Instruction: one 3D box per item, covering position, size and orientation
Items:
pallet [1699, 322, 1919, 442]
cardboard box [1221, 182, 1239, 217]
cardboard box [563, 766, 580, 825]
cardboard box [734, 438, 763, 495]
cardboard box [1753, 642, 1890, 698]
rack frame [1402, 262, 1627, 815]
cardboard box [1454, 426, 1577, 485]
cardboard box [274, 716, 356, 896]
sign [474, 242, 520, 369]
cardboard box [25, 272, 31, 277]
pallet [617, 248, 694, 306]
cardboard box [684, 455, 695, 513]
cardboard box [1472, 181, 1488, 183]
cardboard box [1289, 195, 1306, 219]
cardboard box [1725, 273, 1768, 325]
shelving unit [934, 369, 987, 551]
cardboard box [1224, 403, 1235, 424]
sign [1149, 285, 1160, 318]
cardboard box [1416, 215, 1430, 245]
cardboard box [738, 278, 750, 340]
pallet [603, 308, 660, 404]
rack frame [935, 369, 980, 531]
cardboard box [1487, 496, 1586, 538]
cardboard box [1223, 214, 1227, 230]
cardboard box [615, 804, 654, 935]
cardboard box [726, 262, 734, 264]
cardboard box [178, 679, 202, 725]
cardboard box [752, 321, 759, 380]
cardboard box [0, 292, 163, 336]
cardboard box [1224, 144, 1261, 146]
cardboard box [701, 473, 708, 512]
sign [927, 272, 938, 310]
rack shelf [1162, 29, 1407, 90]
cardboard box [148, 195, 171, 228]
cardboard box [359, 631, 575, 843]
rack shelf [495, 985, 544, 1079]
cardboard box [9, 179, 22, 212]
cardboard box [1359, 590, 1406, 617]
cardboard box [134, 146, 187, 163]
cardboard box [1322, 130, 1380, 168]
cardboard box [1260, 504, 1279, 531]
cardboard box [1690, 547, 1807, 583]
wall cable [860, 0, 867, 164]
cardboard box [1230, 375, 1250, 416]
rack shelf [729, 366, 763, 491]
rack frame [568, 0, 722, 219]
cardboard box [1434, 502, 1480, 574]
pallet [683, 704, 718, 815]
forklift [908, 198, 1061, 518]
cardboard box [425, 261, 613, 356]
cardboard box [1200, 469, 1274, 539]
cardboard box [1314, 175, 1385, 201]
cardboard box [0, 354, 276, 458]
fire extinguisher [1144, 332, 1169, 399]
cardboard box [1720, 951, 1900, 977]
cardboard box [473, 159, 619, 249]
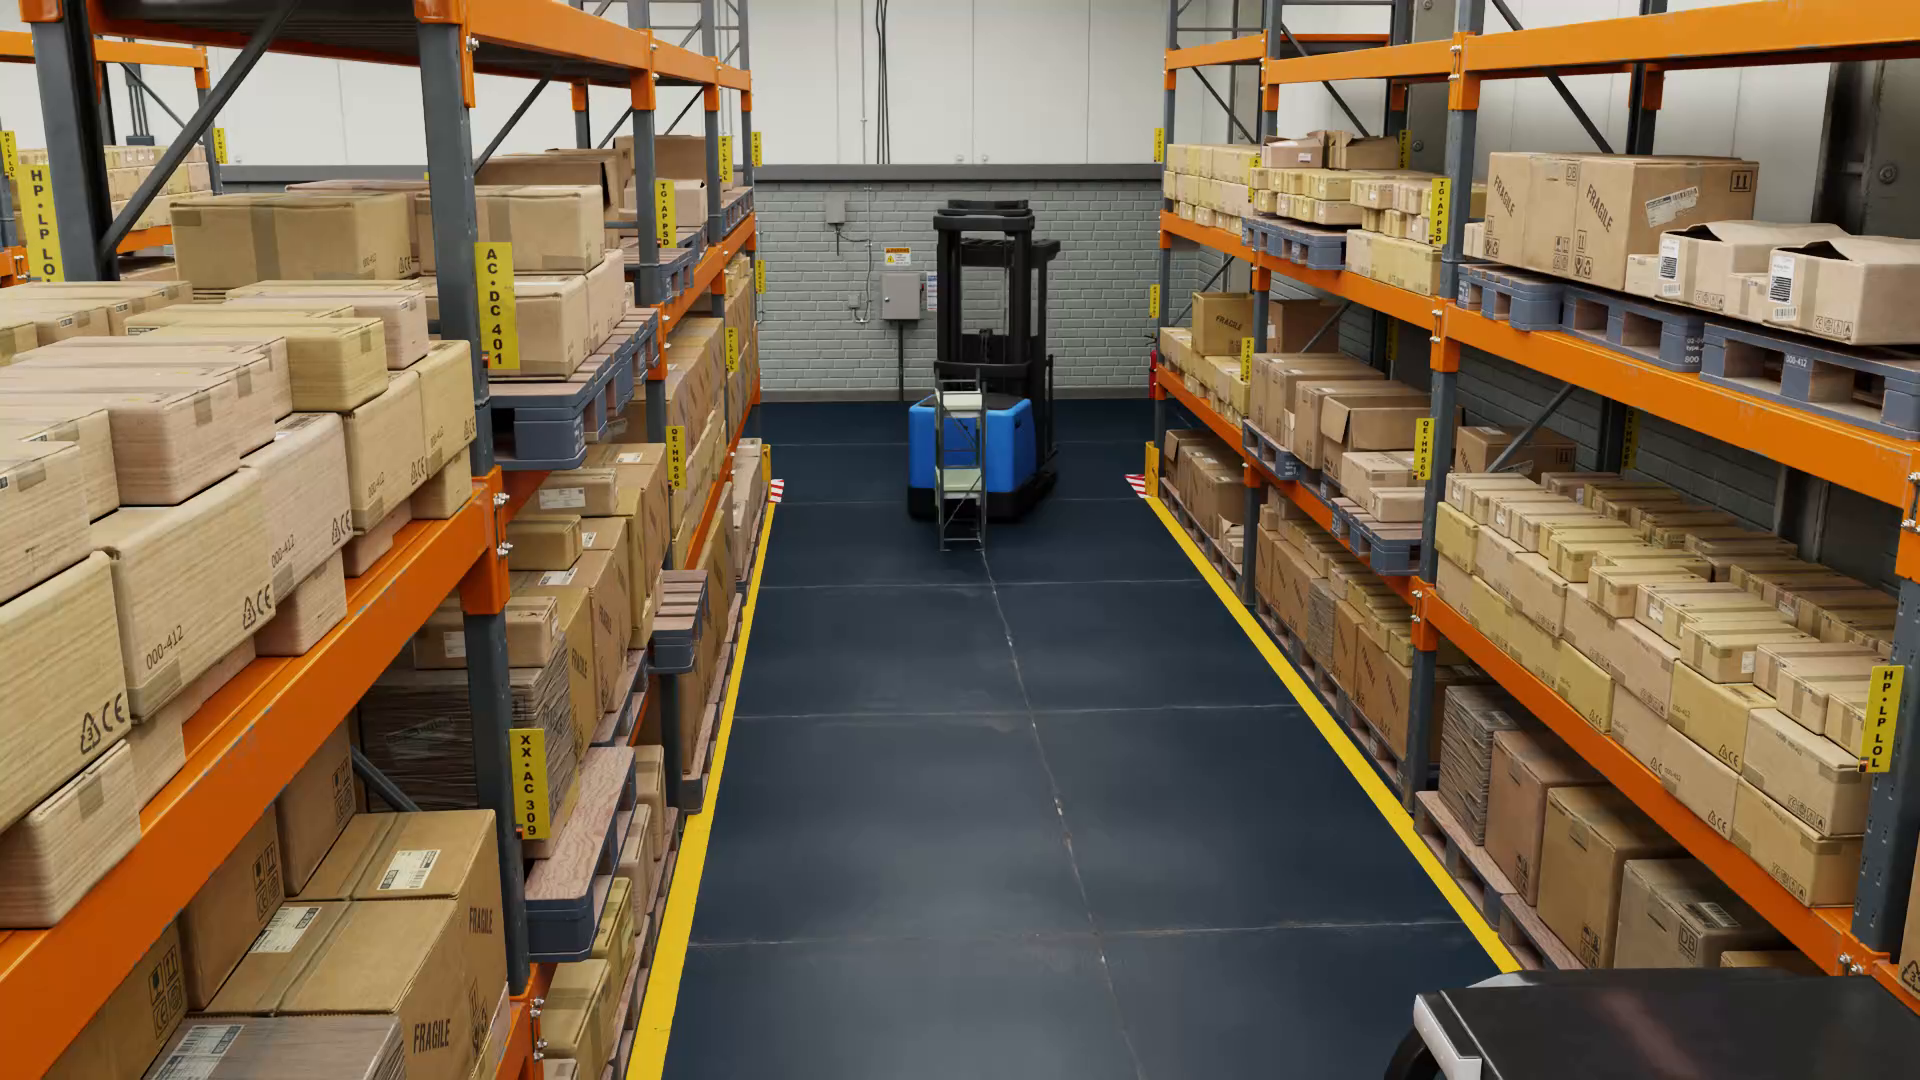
[{"bbox_3d":[3.146,-0.547,5.498,0.805,0.209,1.217,-1,15,-6],"label":"pallet"},{"bbox_3d":[2.395,-2.727,13.290,0.500,0.250,0.500,-1,14,-5],"label":"cardboard box"},{"bbox_3d":[-1.466,0.823,5.468,0.380,0.149,0.250,-1,14,-2],"label":"cardboard box"},{"bbox_3d":[-2.343,-0.675,15.929,0.875,0.438,0.875,-1,14,-5],"label":"cardboard box"},{"bbox_3d":[2.974,0.462,5.707,0.380,0.149,0.250,-1,14,-3],"label":"cardboard box"},{"bbox_3d":[2.966,0.037,8.862,1.000,3.000,0.127,-1,14,-3],"label":"rack frame"},{"bbox_3d":[3.090,-0.345,9.304,0.500,0.500,0.500,0,14,-1],"label":"cardboard box"},{"bbox_3d":[-1.930,0.546,4.082,0.700,0.500,0.500,-1,14,-4],"label":"cardboard box"},{"bbox_3d":[-1.199,-0.604,4.296,0.100,0.325,0.005,-1,14,-3],"label":"sign"},{"bbox_3d":[-7.573,-1.953,13.791,0.500,0.500,0.500,-1,14,-5],"label":"cardboard box"},{"bbox_3d":[-2.081,-1.406,8.830,1.213,0.211,1.003,0,14,-1],"label":"pallet"},{"bbox_3d":[-1.804,-0.313,9.521,0.500,0.250,0.500,-1,14,-2],"label":"cardboard box"},{"bbox_3d":[3.146,-2.029,9.778,0.380,0.149,0.250,-1,14,-4],"label":"cardboard box"},{"bbox_3d":[2.405,-2.206,11.021,0.380,0.149,0.250,-1,14,-4],"label":"cardboard box"},{"bbox_3d":[2.842,-0.820,5.633,0.380,0.149,0.250,-1,14,-4],"label":"cardboard box"},{"bbox_3d":[0.000,-0.725,14.833,0.431,1.500,0.755,-1,14,-3],"label":"shelving unit"},{"bbox_3d":[2.368,-1.040,13.553,0.380,0.149,0.250,-1,14,-2],"label":"cardboard box"},{"bbox_3d":[1.928,-2.363,16.454,0.100,0.325,0.005,-1,14,-3],"label":"sign"},{"bbox_3d":[2.707,-1.685,9.037,0.380,0.149,0.250,-1,14,-5],"label":"cardboard box"},{"bbox_3d":[-2.127,-2.039,14.723,0.500,0.500,0.500,-1,14,-4],"label":"cardboard box"},{"bbox_3d":[-1.740,-0.665,5.949,1.213,0.211,1.003,-1,14,-3],"label":"pallet"},{"bbox_3d":[-0.022,-0.816,15.187,0.400,1.500,0.023,-1,14,-3],"label":"rack frame"},{"bbox_3d":[2.751,-0.112,7.938,0.380,0.149,0.250,0,14,-2],"label":"cardboard box"},{"bbox_3d":[2.383,-2.629,13.711,0.380,0.149,0.250,0,14,-2],"label":"cardboard box"},{"bbox_3d":[-1.910,1.508,7.576,0.950,0.372,0.625,-1,14,-5],"label":"cardboard box"},{"bbox_3d":[-2.202,-2.380,14.750,0.380,0.149,0.250,-1,14,-4],"label":"cardboard box"},{"bbox_3d":[-1.416,0.238,2.565,0.380,0.149,0.250,-1,14,-4],"label":"cardboard box"},{"bbox_3d":[-2.190,-1.807,15.831,0.500,0.500,0.500,-1,14,-3],"label":"cardboard box"},{"bbox_3d":[-2.002,-0.460,3.679,0.380,0.149,0.250,0,14,-2],"label":"cardboard box"},{"bbox_3d":[2.776,-3.612,15.728,0.500,0.250,0.500,-1,14,-5],"label":"cardboard box"},{"bbox_3d":[-1.878,-0.319,10.547,0.500,0.250,0.500,-1,14,-3],"label":"cardboard box"},{"bbox_3d":[-0.271,-3.286,21.969,0.329,0.494,0.001,-1,14,-3],"label":"sign"},{"bbox_3d":[2.594,-4.010,14.004,1.077,0.370,4.000,-1,14,-3],"label":"rack shelf"},{"bbox_3d":[-7.070,-2.794,14.147,0.500,0.250,0.500,0,14,-1],"label":"cardboard box"},{"bbox_3d":[-1.483,0.593,5.063,0.500,0.500,0.500,-1,14,-2],"label":"cardboard box"},{"bbox_3d":[-1.617,1.955,2.851,1.077,0.370,4.000,-1,14,-3],"label":"rack shelf"},{"bbox_3d":[-6.961,-2.524,12.095,0.500,0.250,0.500,0,14,-2],"label":"cardboard box"},{"bbox_3d":[2.691,0.411,10.280,0.380,0.149,0.250,0,14,-2],"label":"cardboard box"},{"bbox_3d":[-7.165,-3.448,14.885,0.380,0.149,0.250,-1,14,-3],"label":"cardboard box"},{"bbox_3d":[2.805,-2.810,11.941,0.396,0.266,0.258,-1,14,-4],"label":"cardboard box"},{"bbox_3d":[2.474,-0.171,12.544,0.380,0.149,0.250,0,14,-1],"label":"cardboard box"},{"bbox_3d":[3.302,0.134,6.984,0.380,0.149,0.250,0,14,-2],"label":"cardboard box"},{"bbox_3d":[-2.367,-6.202,21.070,2.355,3.000,0.029,-1,14,-3],"label":"wall cable"},{"bbox_3d":[2.443,-1.152,13.188,0.500,0.250,0.500,-1,14,-2],"label":"cardboard box"},{"bbox_3d":[-2.360,-1.029,14.450,1.077,0.370,4.000,-1,14,-3],"label":"rack shelf"},{"bbox_3d":[-2.236,-3.785,11.680,1.000,3.000,0.127,-1,14,-3],"label":"rack frame"},{"bbox_3d":[2.724,-0.018,8.374,0.500,0.250,0.500,-1,14,-3],"label":"cardboard box"},{"bbox_3d":[-1.962,1.268,9.675,1.003,0.211,1.213,-1,14,-3],"label":"pallet"},{"bbox_3d":[0.378,-1.949,16.721,1.130,2.935,3.031,4,15,14],"label":"forklift"},{"bbox_3d":[-1.409,-0.752,5.366,0.500,0.250,0.500,-1,14,-4],"label":"cardboard box"},{"bbox_3d":[2.492,-0.320,14.425,0.700,0.500,0.500,-1,14,-6],"label":"cardboard box"},{"bbox_3d":[2.453,-2.221,10.484,0.380,0.149,0.250,-1,14,-3],"label":"cardboard box"},{"bbox_3d":[-1.355,-0.211,2.709,0.380,0.149,0.250,-1,14,-3],"label":"cardboard box"},{"bbox_3d":[2.000,-1.764,16.766,0.296,0.674,0.183,-1,14,-3],"label":"fire extinguisher"},{"bbox_3d":[3.170,1.849,5.743,0.875,0.625,0.625,0,14,-1],"label":"cardboard box"},{"bbox_3d":[-2.162,-1.683,8.477,0.797,0.503,0.637,-2,15,-7],"label":"cardboard box"}]
